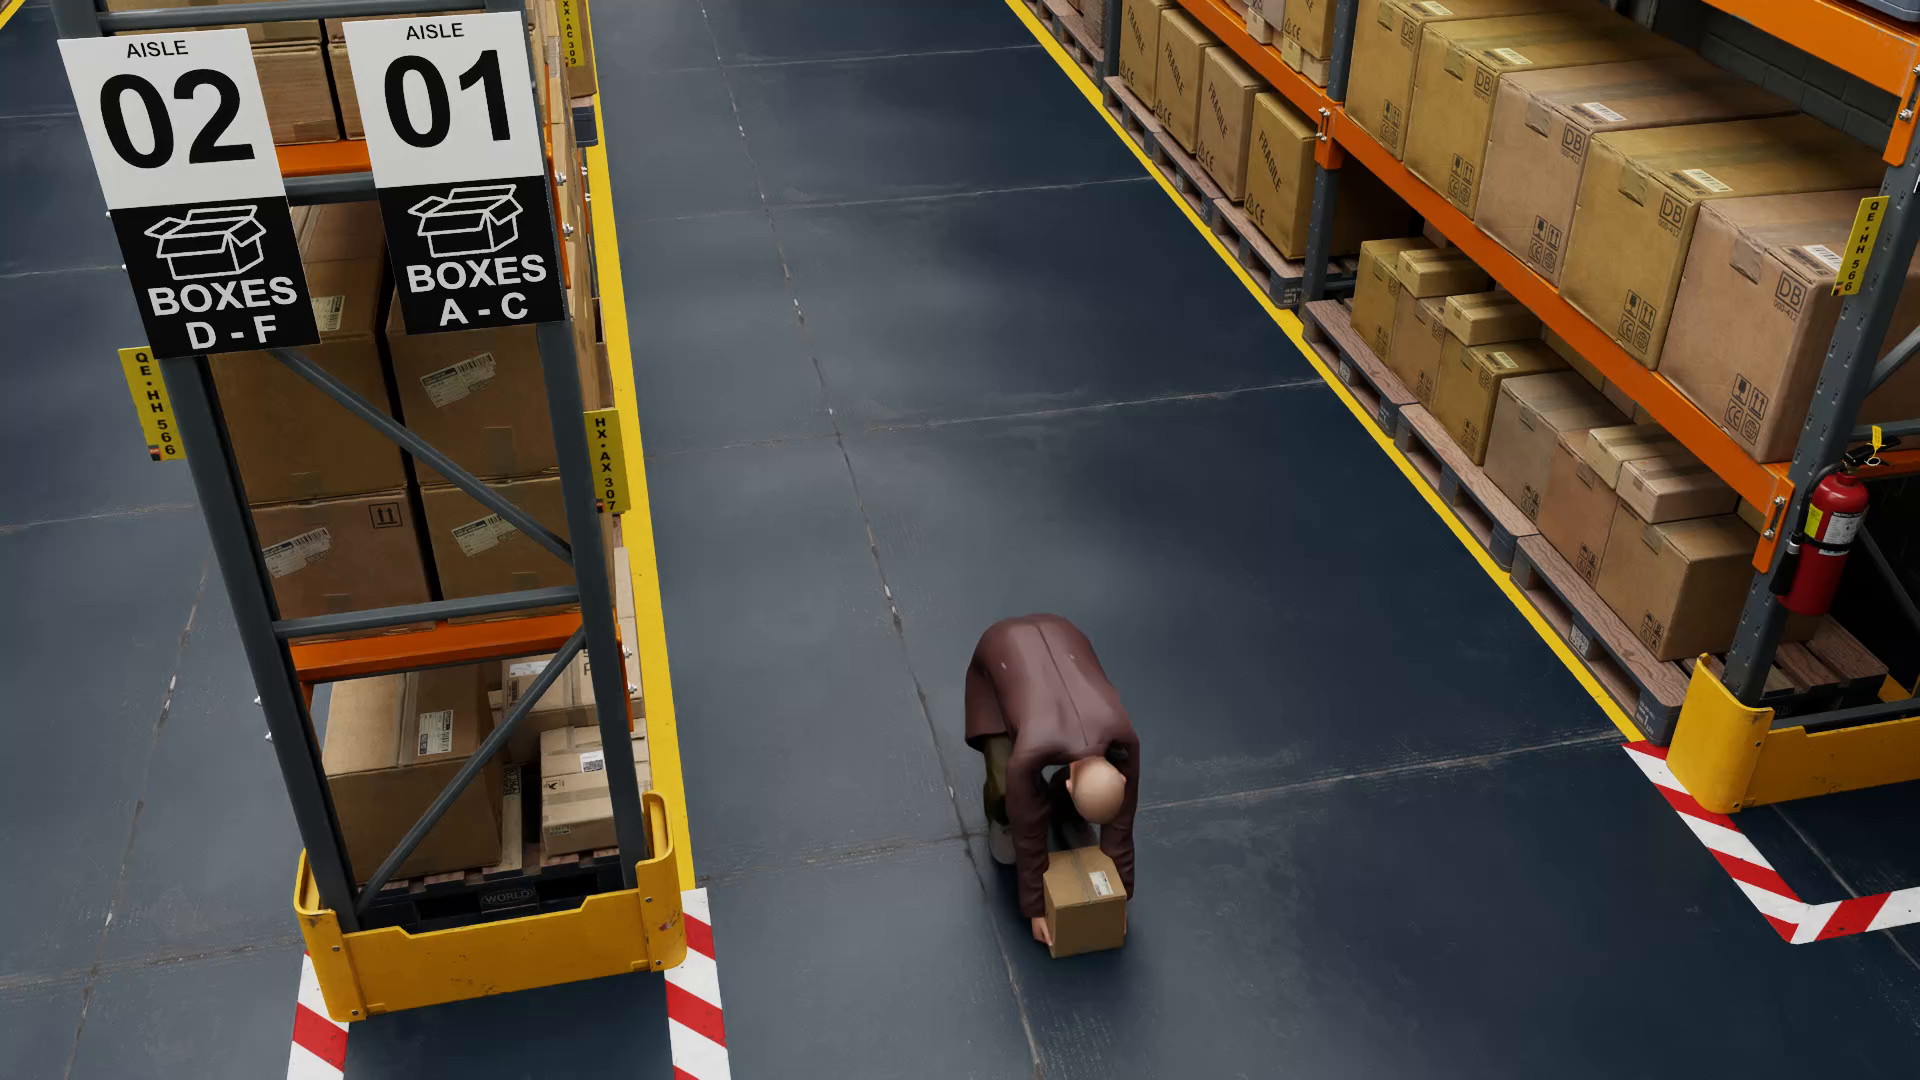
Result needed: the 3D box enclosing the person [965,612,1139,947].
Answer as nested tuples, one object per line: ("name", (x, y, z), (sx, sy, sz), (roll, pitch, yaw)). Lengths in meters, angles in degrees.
("person", (0.327, 0.794, 5.781), (0.586, 0.909, 0.951), (-8, 35, -12))
